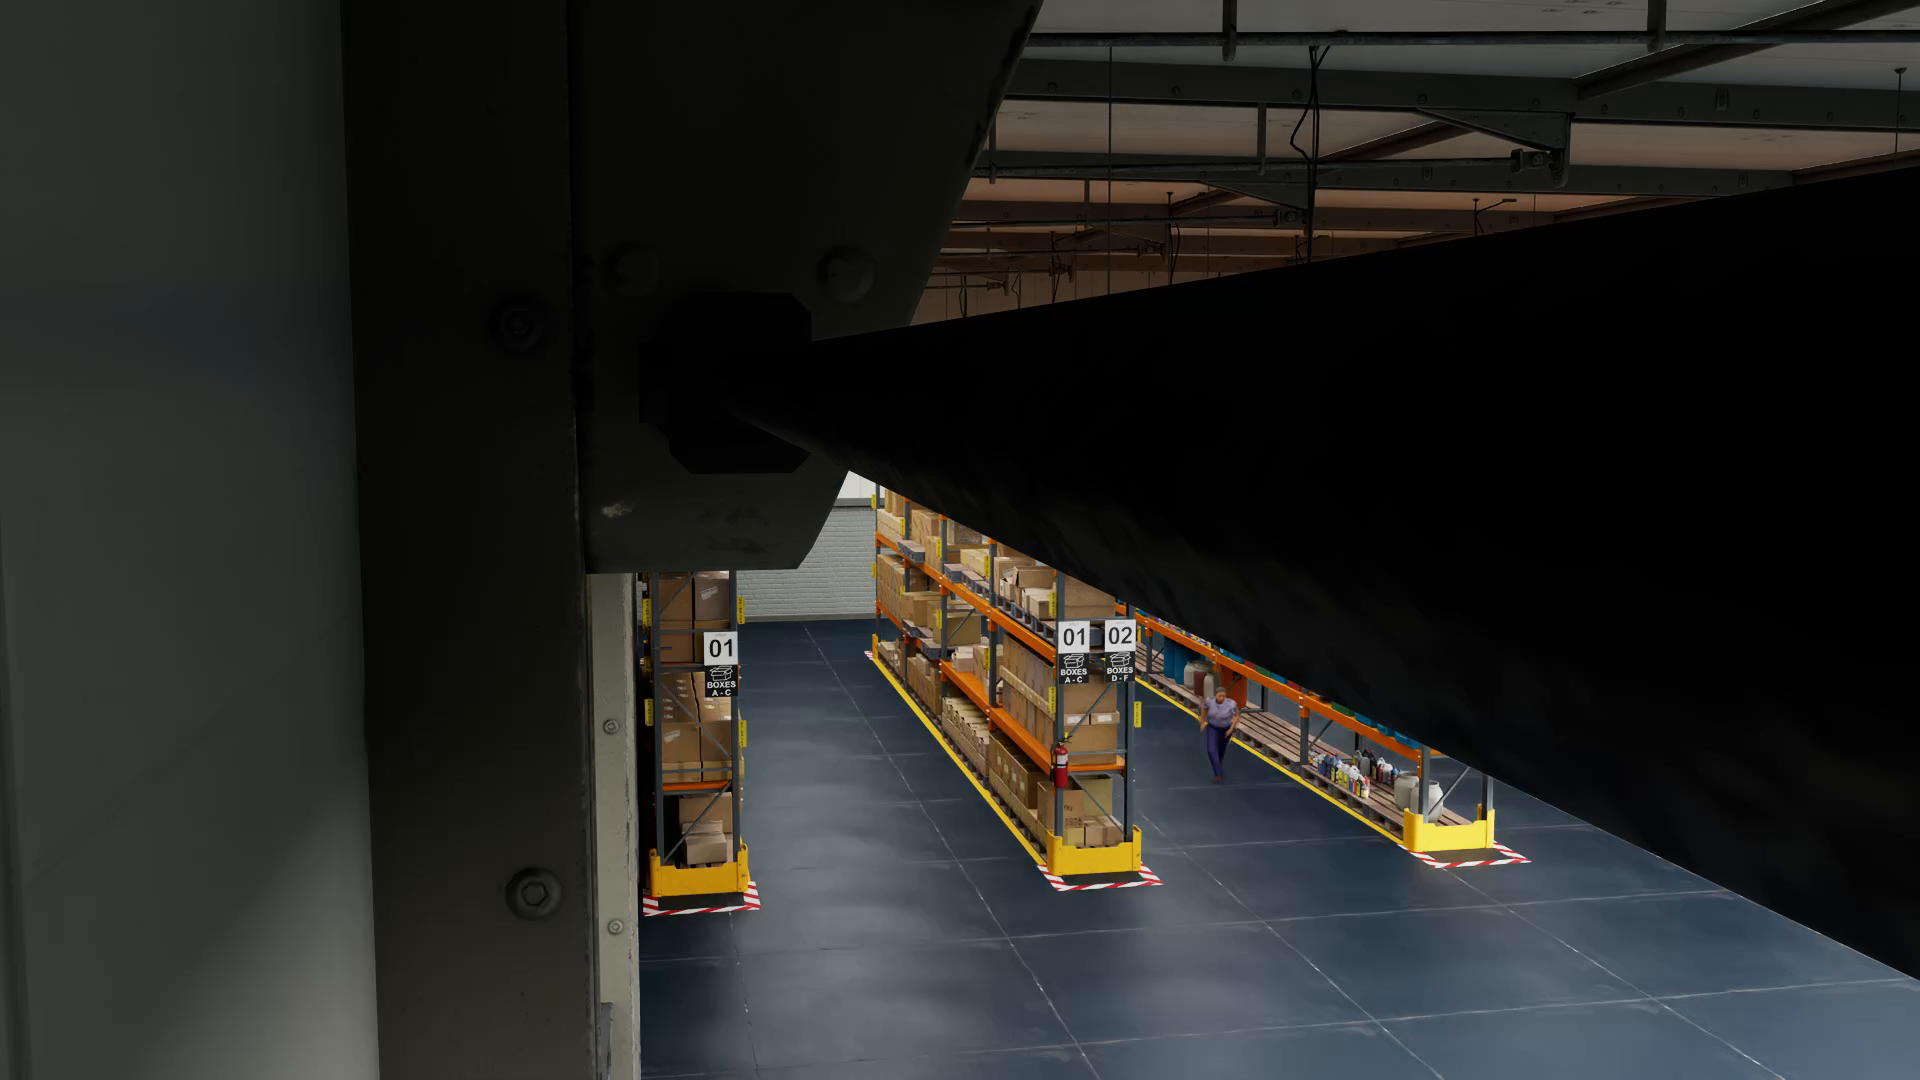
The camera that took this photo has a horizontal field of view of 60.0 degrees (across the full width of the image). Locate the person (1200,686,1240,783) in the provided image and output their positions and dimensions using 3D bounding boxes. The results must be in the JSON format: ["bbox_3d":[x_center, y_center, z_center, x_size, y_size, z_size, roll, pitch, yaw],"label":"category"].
[{"bbox_3d":[4.035,2.953,25.796,0.597,1.480,0.985,1,6,11],"label":"person"}]
